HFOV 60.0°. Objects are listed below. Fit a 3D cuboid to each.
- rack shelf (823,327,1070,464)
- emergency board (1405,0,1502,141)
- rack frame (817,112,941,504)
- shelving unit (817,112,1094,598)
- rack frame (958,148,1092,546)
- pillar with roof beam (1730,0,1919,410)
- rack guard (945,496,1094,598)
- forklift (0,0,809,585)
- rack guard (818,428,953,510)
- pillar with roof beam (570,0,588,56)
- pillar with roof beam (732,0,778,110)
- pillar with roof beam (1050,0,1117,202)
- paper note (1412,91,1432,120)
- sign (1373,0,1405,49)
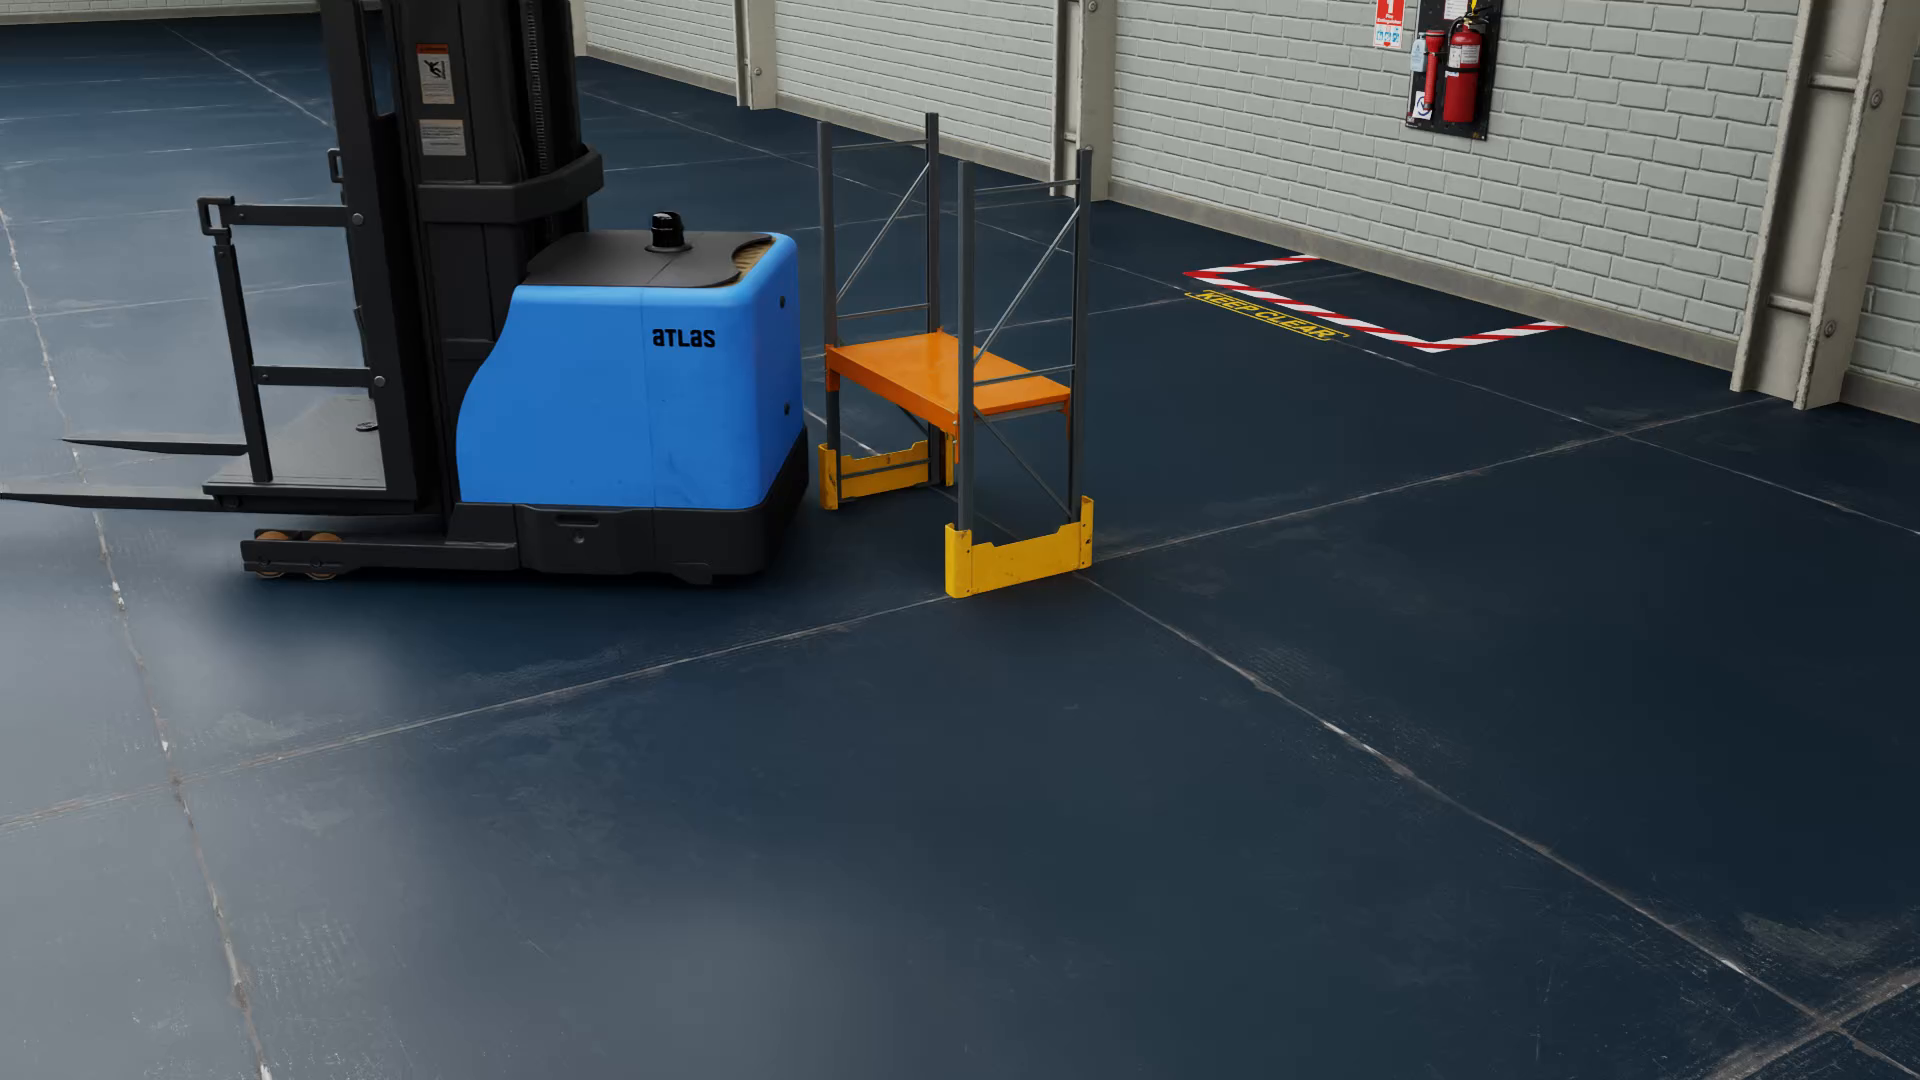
[{"bbox_3d":[-0.044,-0.556,6.165,0.538,0.185,1.000,-13,25,-28],"label":"rack shelf"},{"bbox_3d":[2.762,-2.900,9.463,0.194,1.169,0.643,-13,25,-28],"label":"emergency board"},{"bbox_3d":[-0.303,-0.887,6.502,0.500,1.500,0.032,-13,25,-28],"label":"rack frame"},{"bbox_3d":[-0.039,-0.719,6.090,0.587,1.500,1.083,-13,25,-28],"label":"shelving unit"},{"bbox_3d":[0.216,-0.558,5.692,0.500,1.500,0.032,-13,25,-28],"label":"rack frame"},{"bbox_3d":[0.290,-4.044,4.310,9.100,9.000,0.400,-13,25,-28],"label":"pillar with roof beam"},{"bbox_3d":[0.215,0.021,5.928,0.587,0.250,0.087,-13,25,-28],"label":"rack guard"},{"bbox_3d":[-2.151,-1.409,5.885,3.031,2.935,1.130,2,22,4],"label":"forklift"},{"bbox_3d":[-0.293,-0.302,6.722,0.587,0.250,0.087,-13,25,-28],"label":"rack guard"},{"bbox_3d":[-8.905,-9.871,18.645,9.100,9.000,0.400,-13,25,-28],"label":"pillar with roof beam"},{"bbox_3d":[-5.840,-7.928,13.867,9.100,9.000,0.400,-13,25,-28],"label":"pillar with roof beam"},{"bbox_3d":[-2.775,-5.986,9.088,9.100,9.000,0.400,-13,25,-28],"label":"pillar with roof beam"},{"bbox_3d":[2.730,-2.563,9.802,0.016,0.148,0.142,-13,25,-28],"label":"paper note"},{"bbox_3d":[2.568,-3.115,9.945,0.001,0.329,0.234,-13,25,-28],"label":"sign"}]
